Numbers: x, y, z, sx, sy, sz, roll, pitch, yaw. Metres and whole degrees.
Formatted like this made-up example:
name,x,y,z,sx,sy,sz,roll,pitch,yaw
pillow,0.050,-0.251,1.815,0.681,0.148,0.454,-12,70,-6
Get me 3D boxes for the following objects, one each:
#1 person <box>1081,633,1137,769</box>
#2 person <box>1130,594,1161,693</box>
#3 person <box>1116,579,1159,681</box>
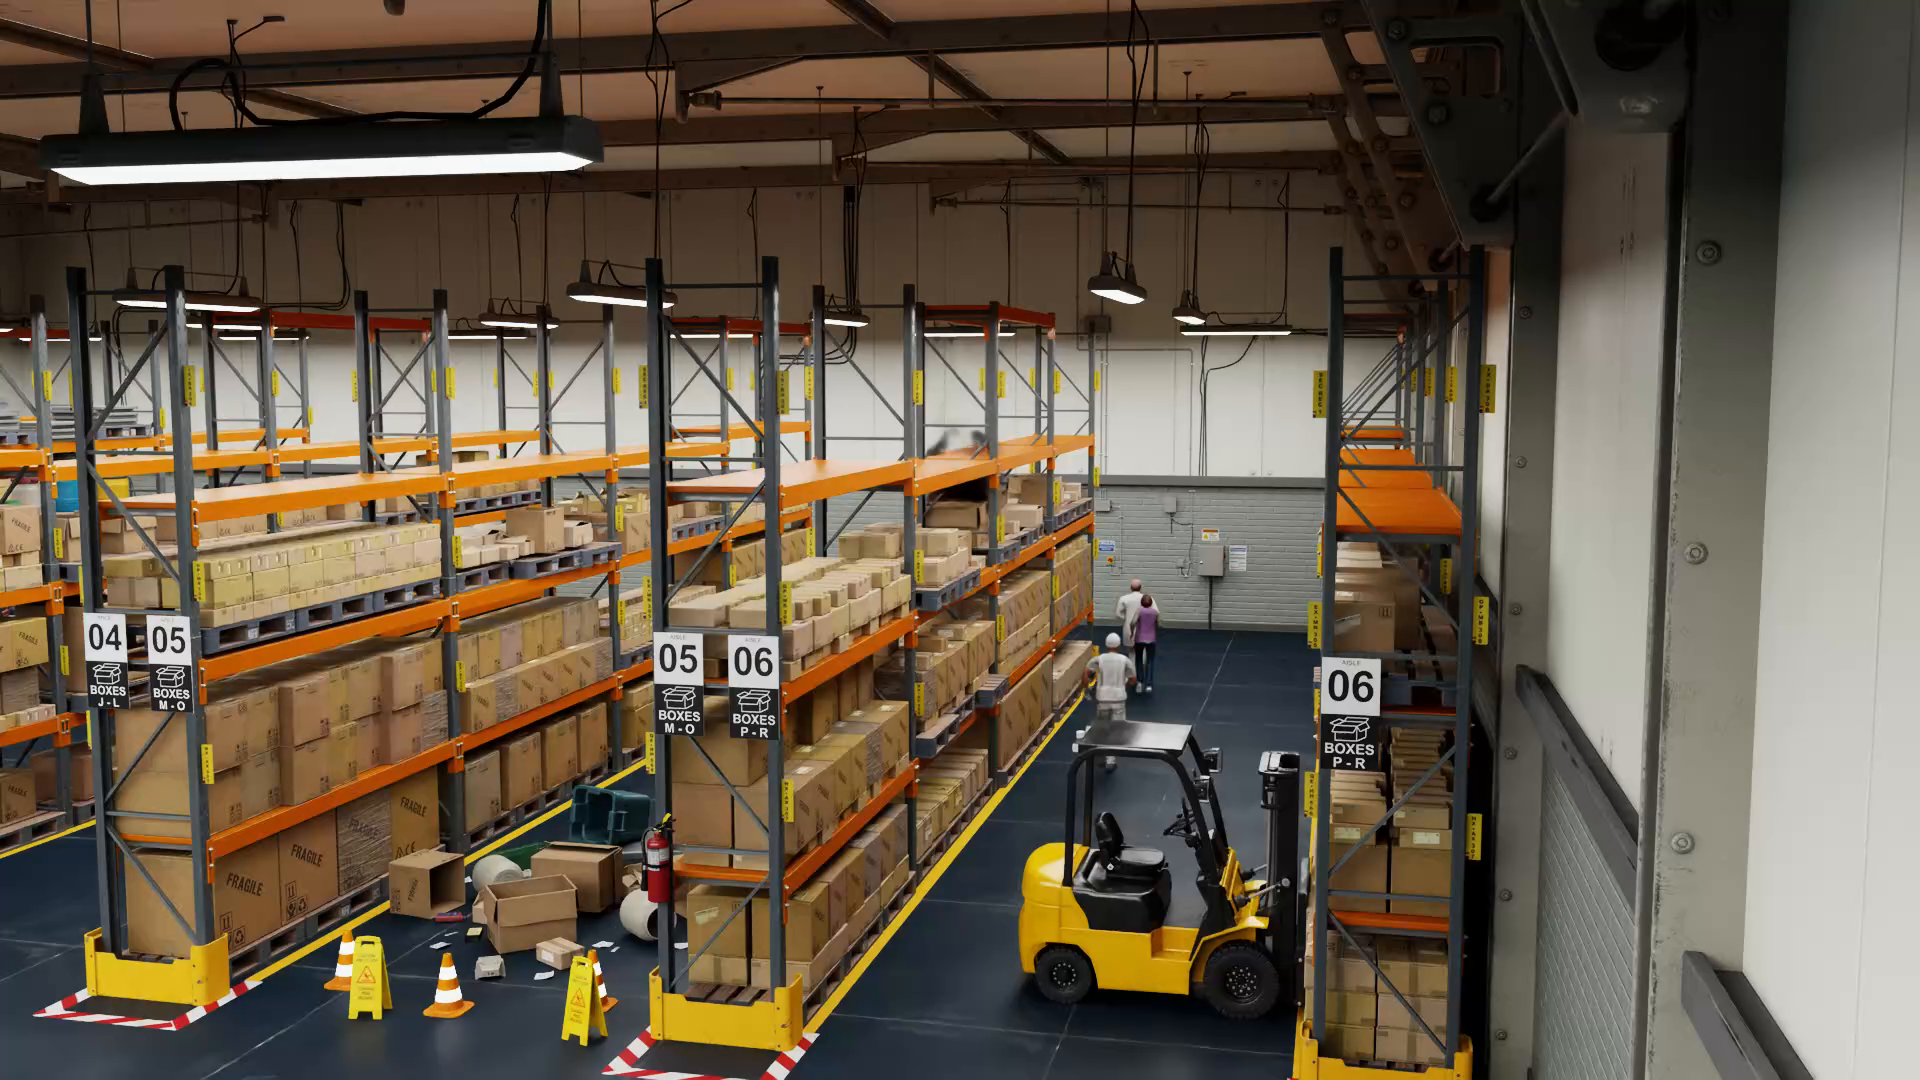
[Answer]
name,x,y,z,sx,sy,sz,roll,pitch,yaw
person,1.968,2.091,21.733,0.695,1.783,0.667,2,6,15
person,2.962,1.677,26.625,0.509,1.646,0.719,0,6,4
person,2.941,1.510,27.648,0.700,1.748,0.617,0,6,4
